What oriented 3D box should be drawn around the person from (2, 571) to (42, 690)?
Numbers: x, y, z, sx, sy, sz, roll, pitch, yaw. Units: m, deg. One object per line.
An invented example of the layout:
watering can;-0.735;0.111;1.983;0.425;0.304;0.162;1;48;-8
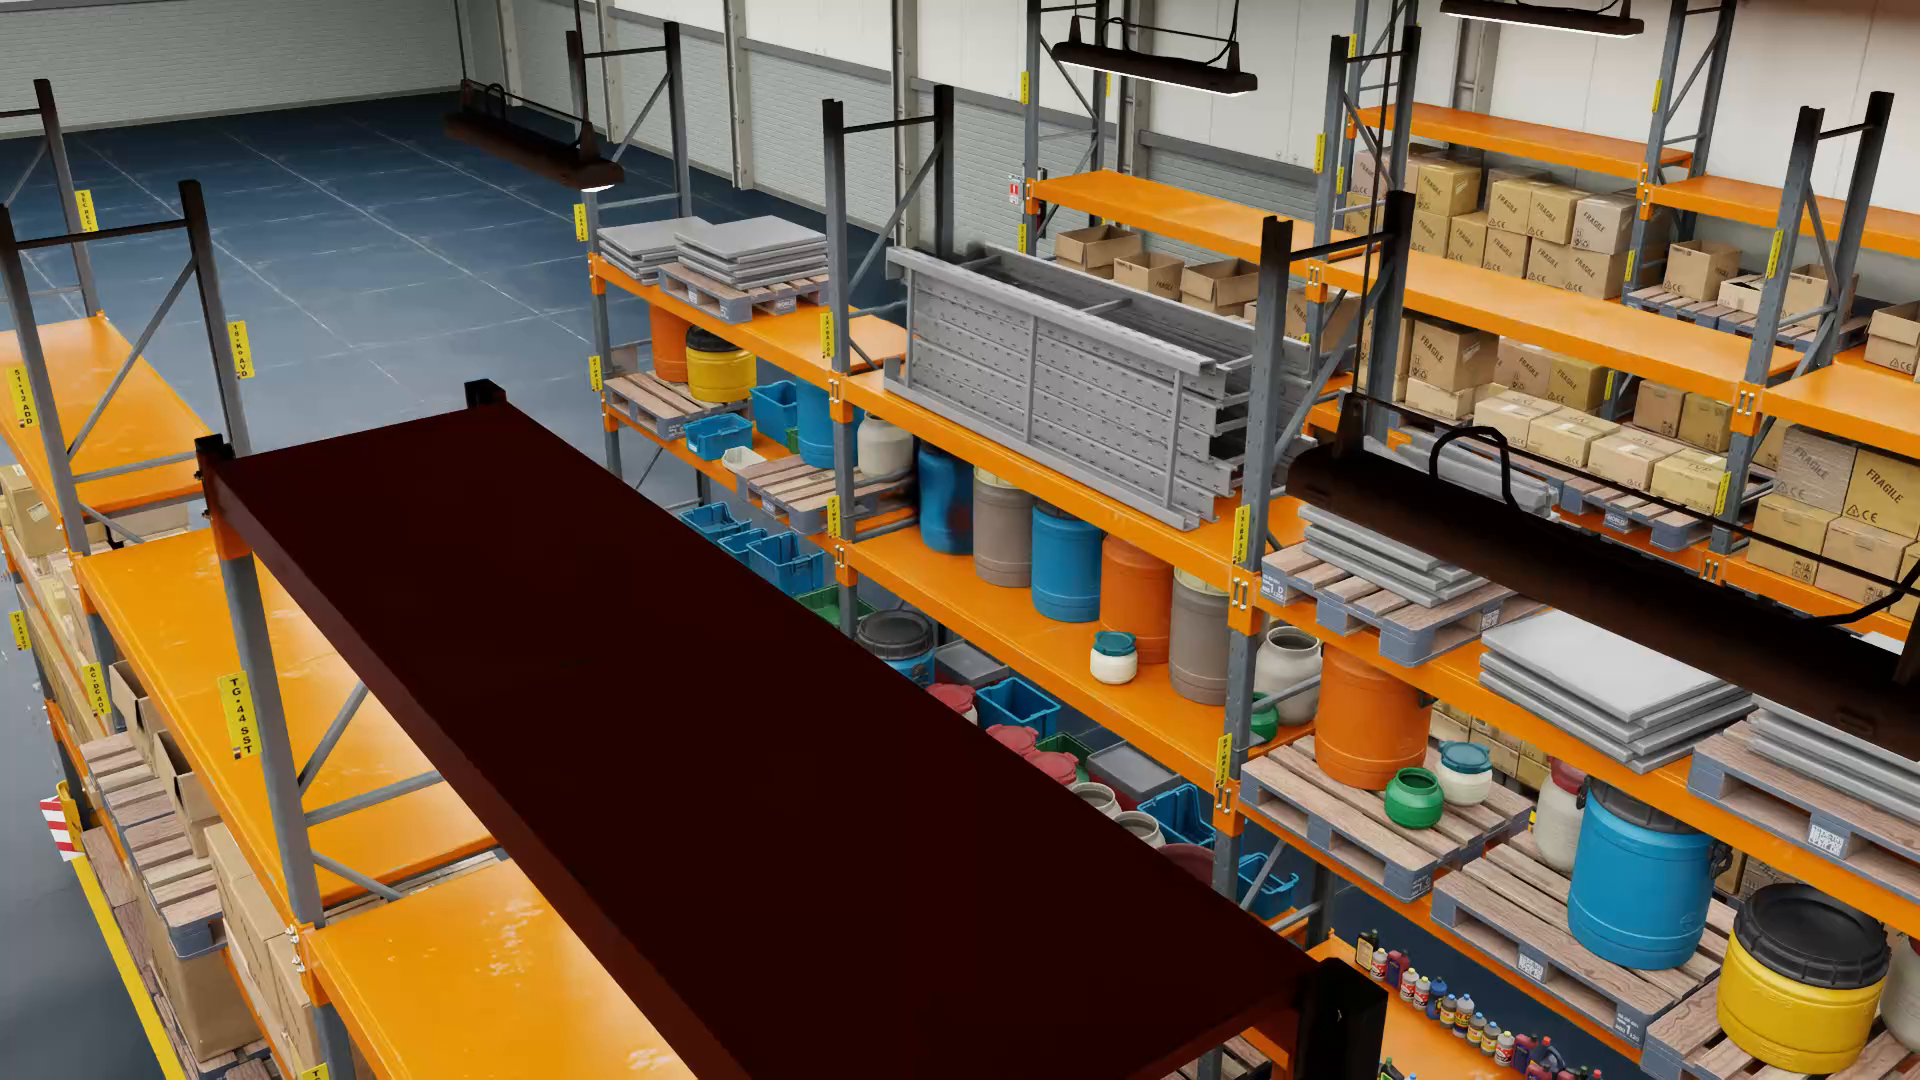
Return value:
person;-8.464;0.544;15.708;0.986;1.738;0.659;-6;25;-12
